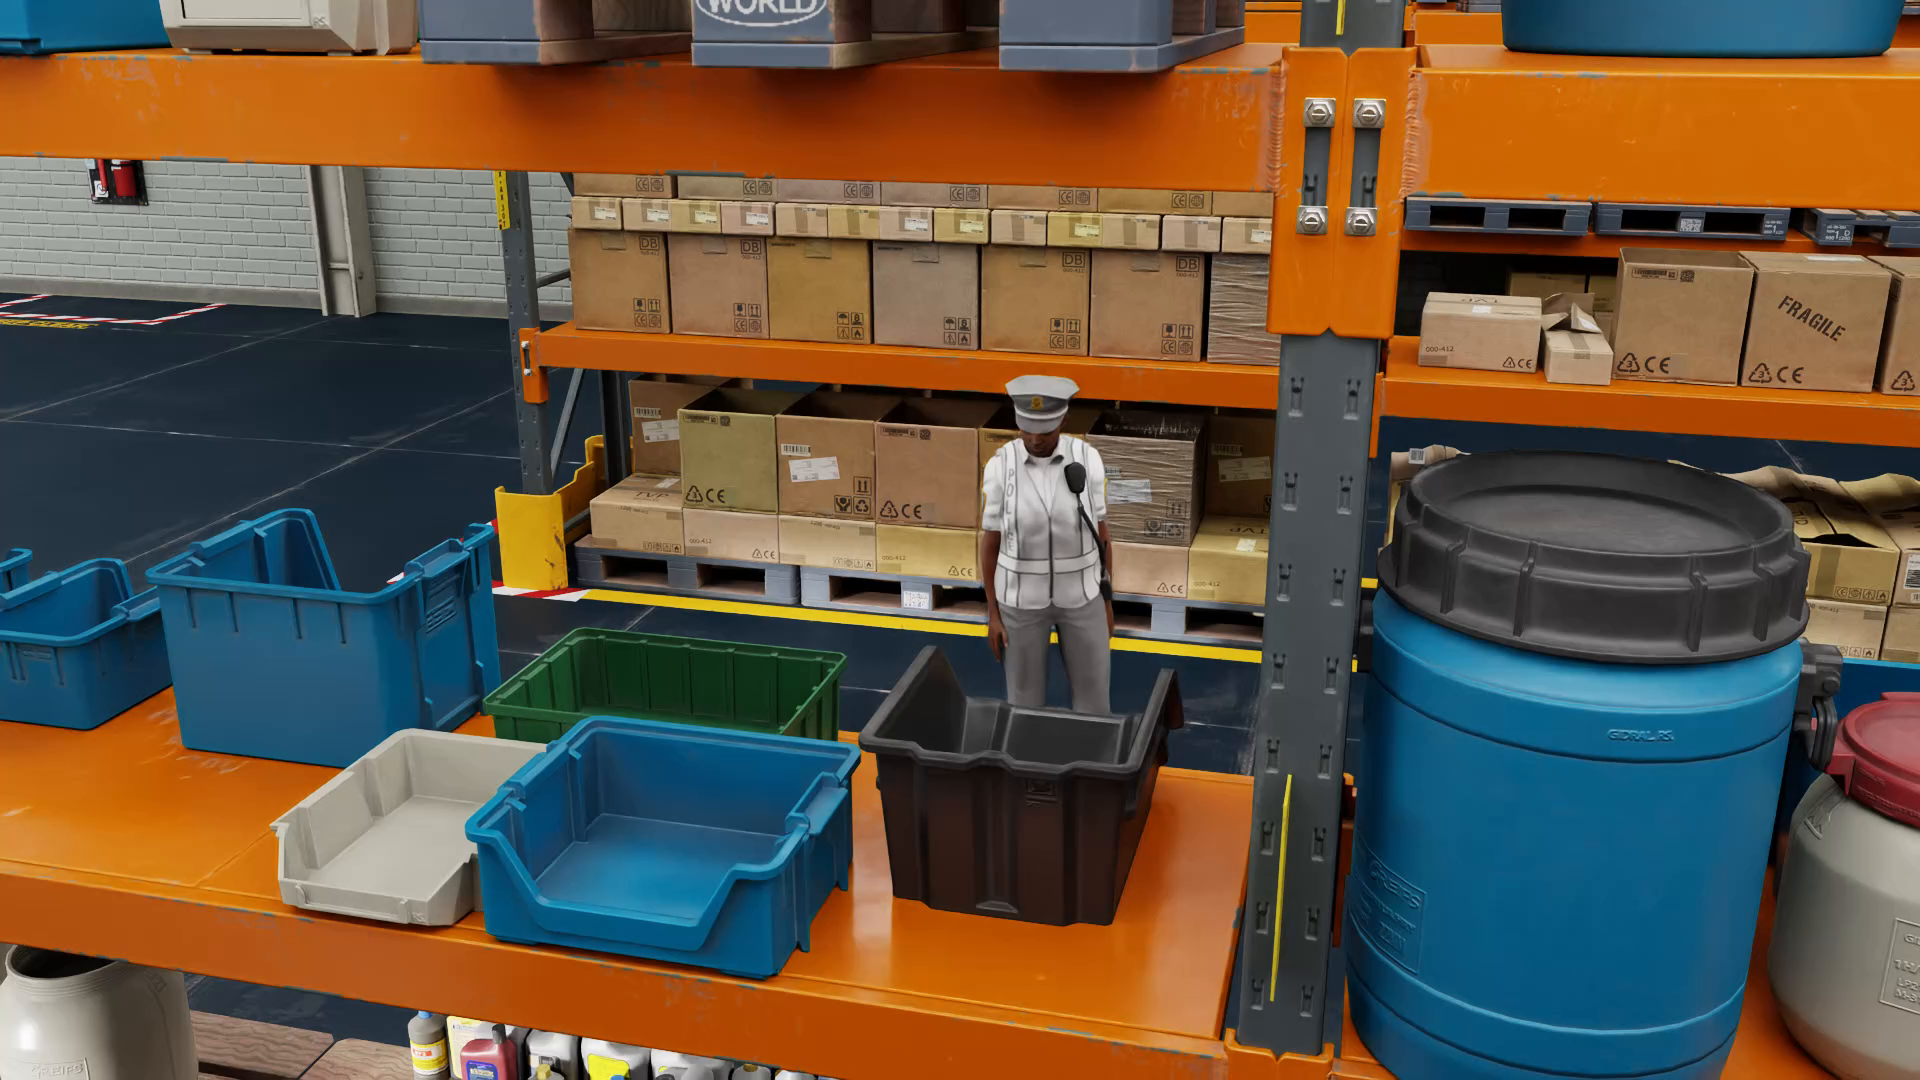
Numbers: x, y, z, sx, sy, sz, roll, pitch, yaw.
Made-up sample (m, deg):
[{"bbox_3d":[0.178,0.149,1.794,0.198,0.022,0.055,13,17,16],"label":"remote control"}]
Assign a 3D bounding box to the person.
[{"bbox_3d":[0.333,0.294,5.725,0.527,1.730,0.441,0,18,1],"label":"person"}]
